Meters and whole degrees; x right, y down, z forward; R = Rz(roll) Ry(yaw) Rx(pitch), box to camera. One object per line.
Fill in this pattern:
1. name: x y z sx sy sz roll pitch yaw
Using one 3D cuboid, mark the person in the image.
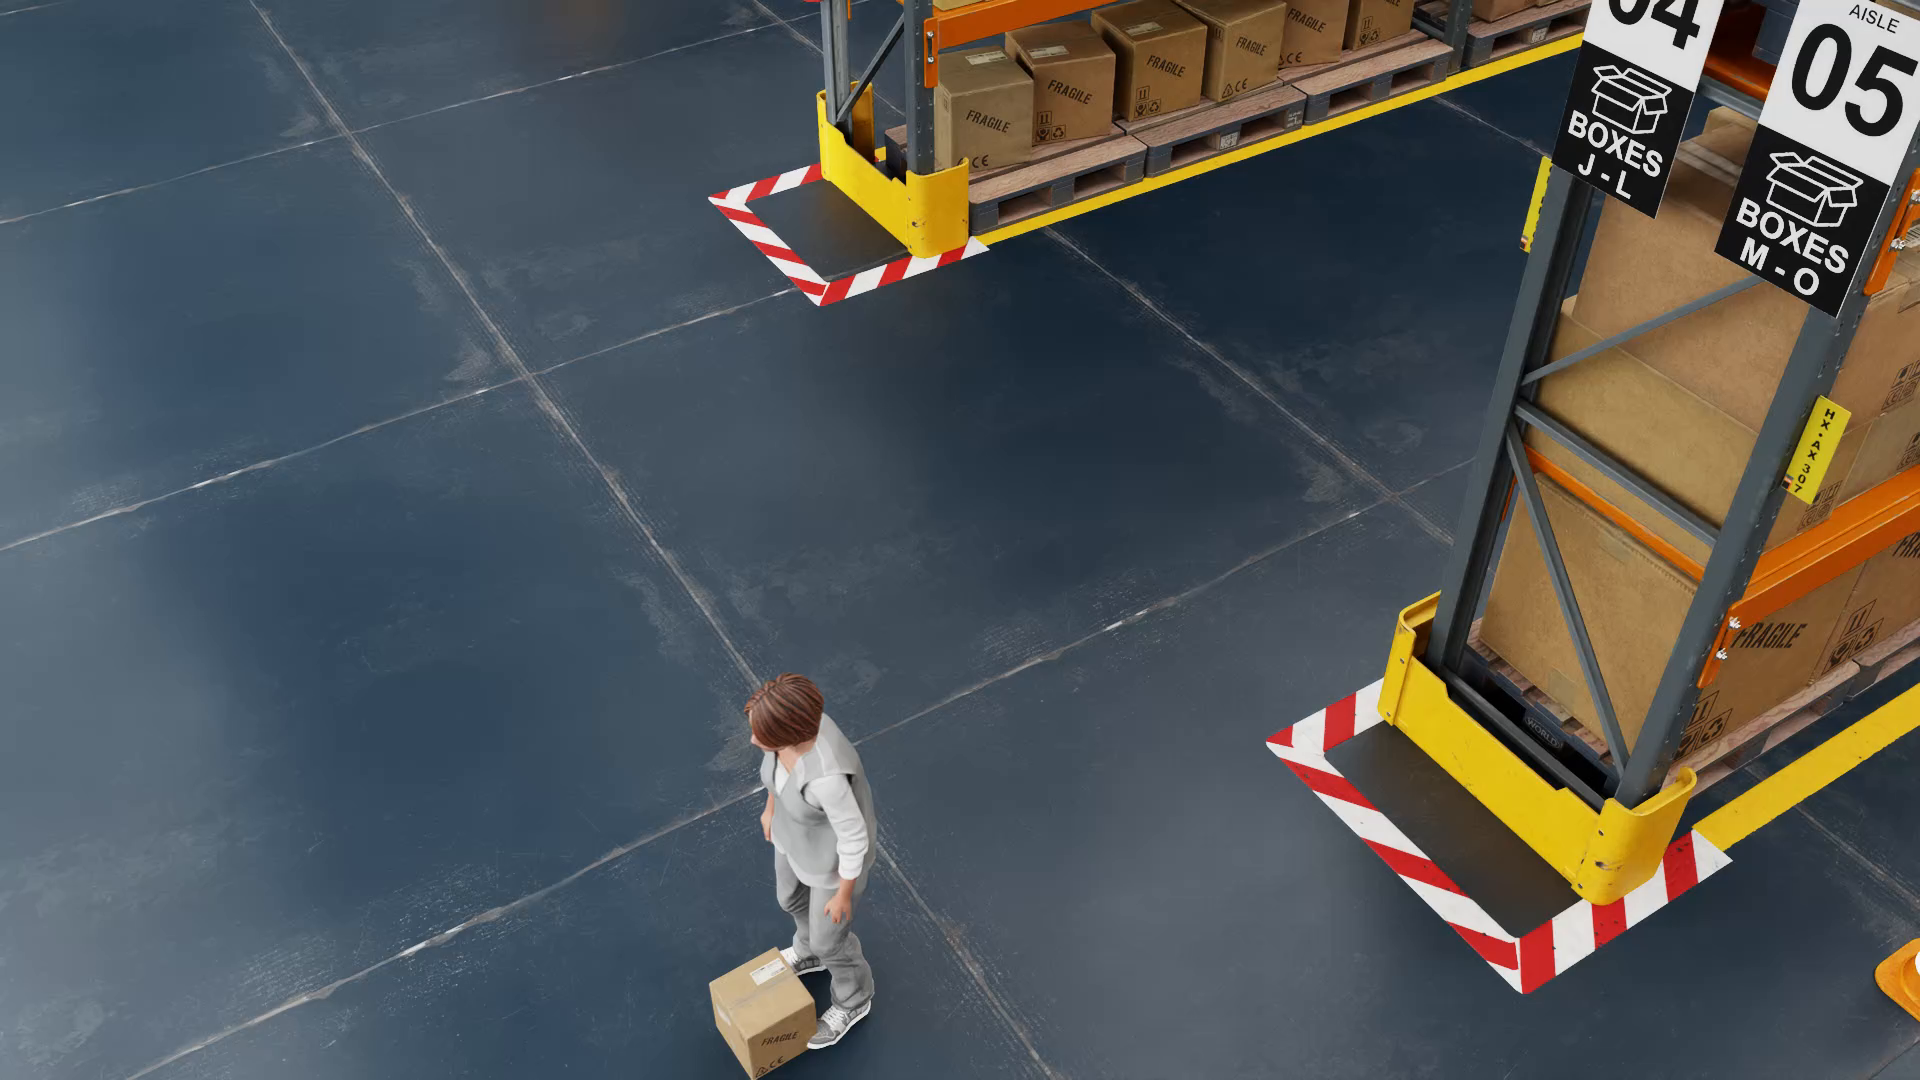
1. person: -0.444 0.955 5.082 0.348 1.592 0.476 -24 47 -25
